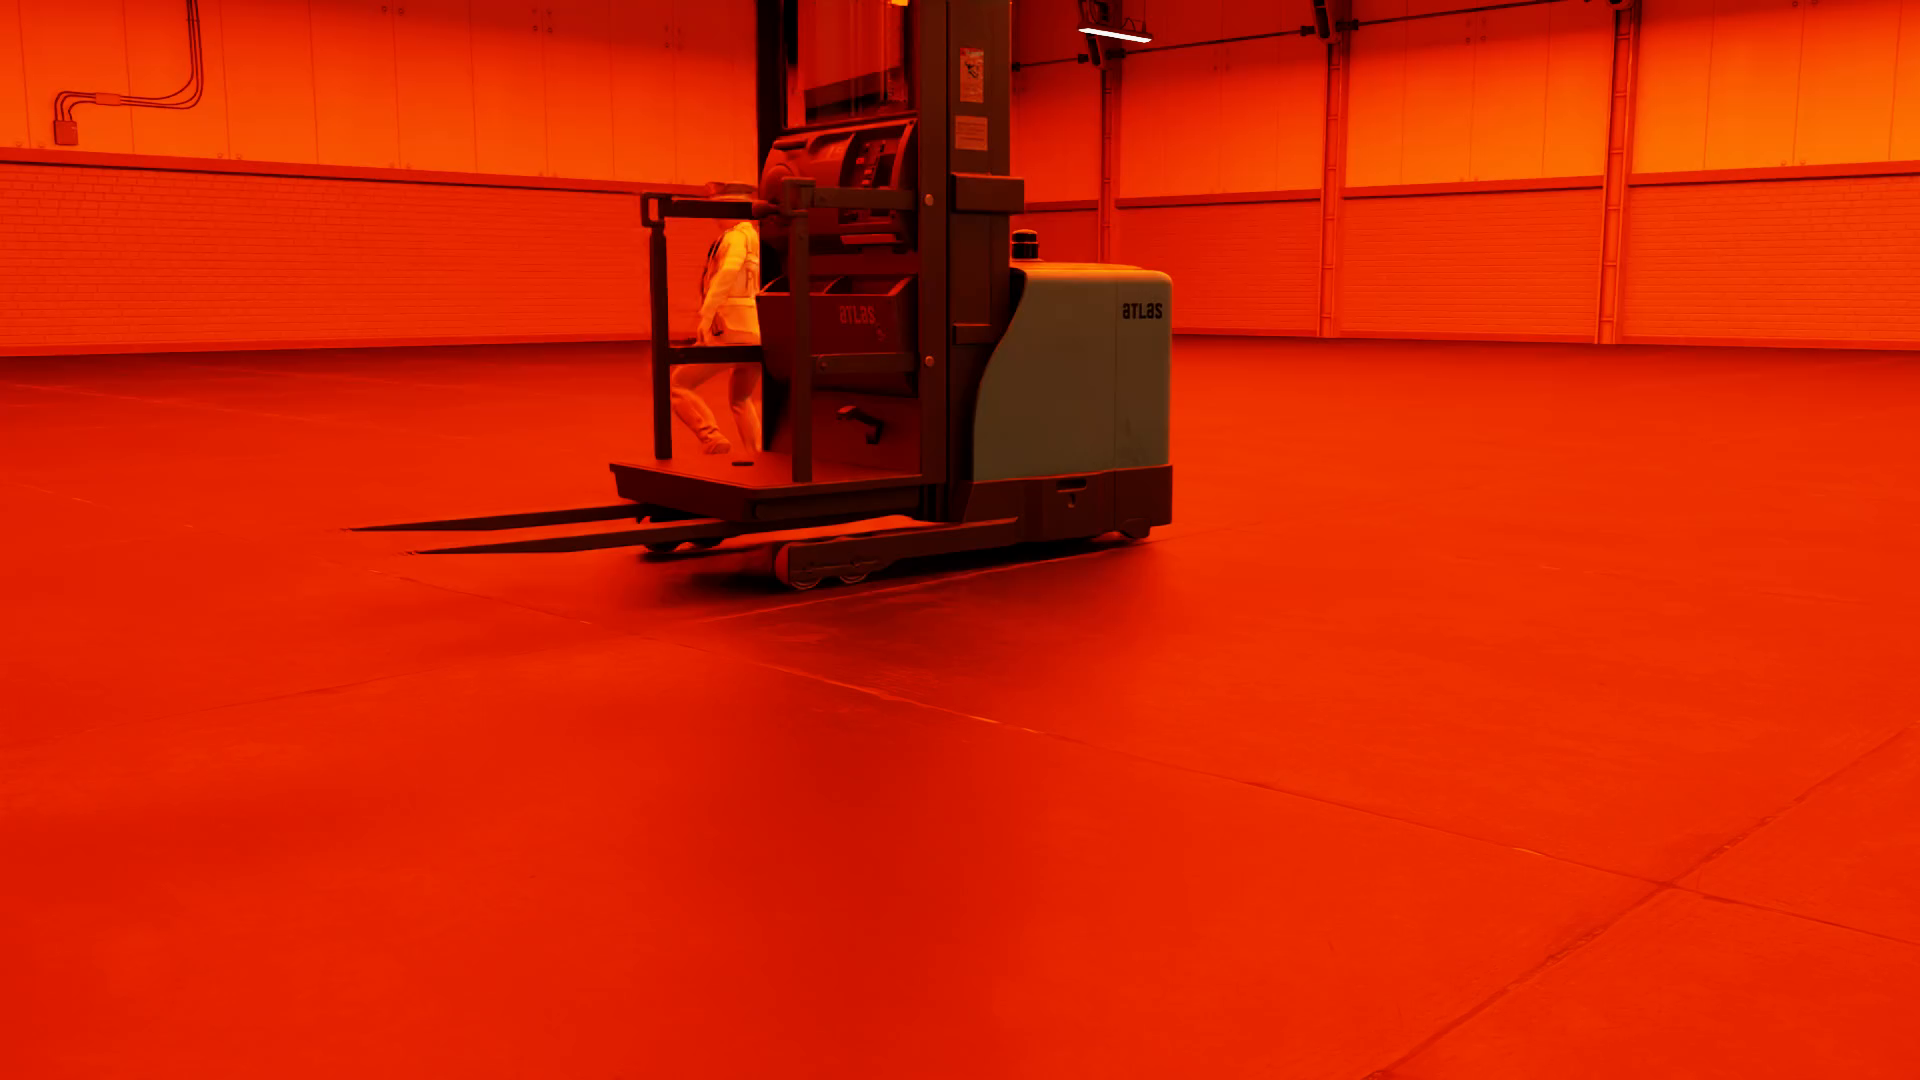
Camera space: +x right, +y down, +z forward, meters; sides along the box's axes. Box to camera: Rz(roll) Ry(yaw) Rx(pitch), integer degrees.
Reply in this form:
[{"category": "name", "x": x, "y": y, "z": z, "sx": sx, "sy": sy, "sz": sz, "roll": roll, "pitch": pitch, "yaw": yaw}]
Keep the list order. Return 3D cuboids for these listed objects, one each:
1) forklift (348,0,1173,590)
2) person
[{"category": "forklift", "x": -0.623, "y": -1.369, "z": 5.966, "sx": 3.031, "sy": 2.935, "sz": 1.130, "roll": -7, "pitch": 11, "yaw": -37}, {"category": "person", "x": -1.169, "y": -1.029, "z": 8.438, "sx": 0.516, "sy": 1.561, "sz": 0.804, "roll": 6, "pitch": 10, "yaw": 34}]
